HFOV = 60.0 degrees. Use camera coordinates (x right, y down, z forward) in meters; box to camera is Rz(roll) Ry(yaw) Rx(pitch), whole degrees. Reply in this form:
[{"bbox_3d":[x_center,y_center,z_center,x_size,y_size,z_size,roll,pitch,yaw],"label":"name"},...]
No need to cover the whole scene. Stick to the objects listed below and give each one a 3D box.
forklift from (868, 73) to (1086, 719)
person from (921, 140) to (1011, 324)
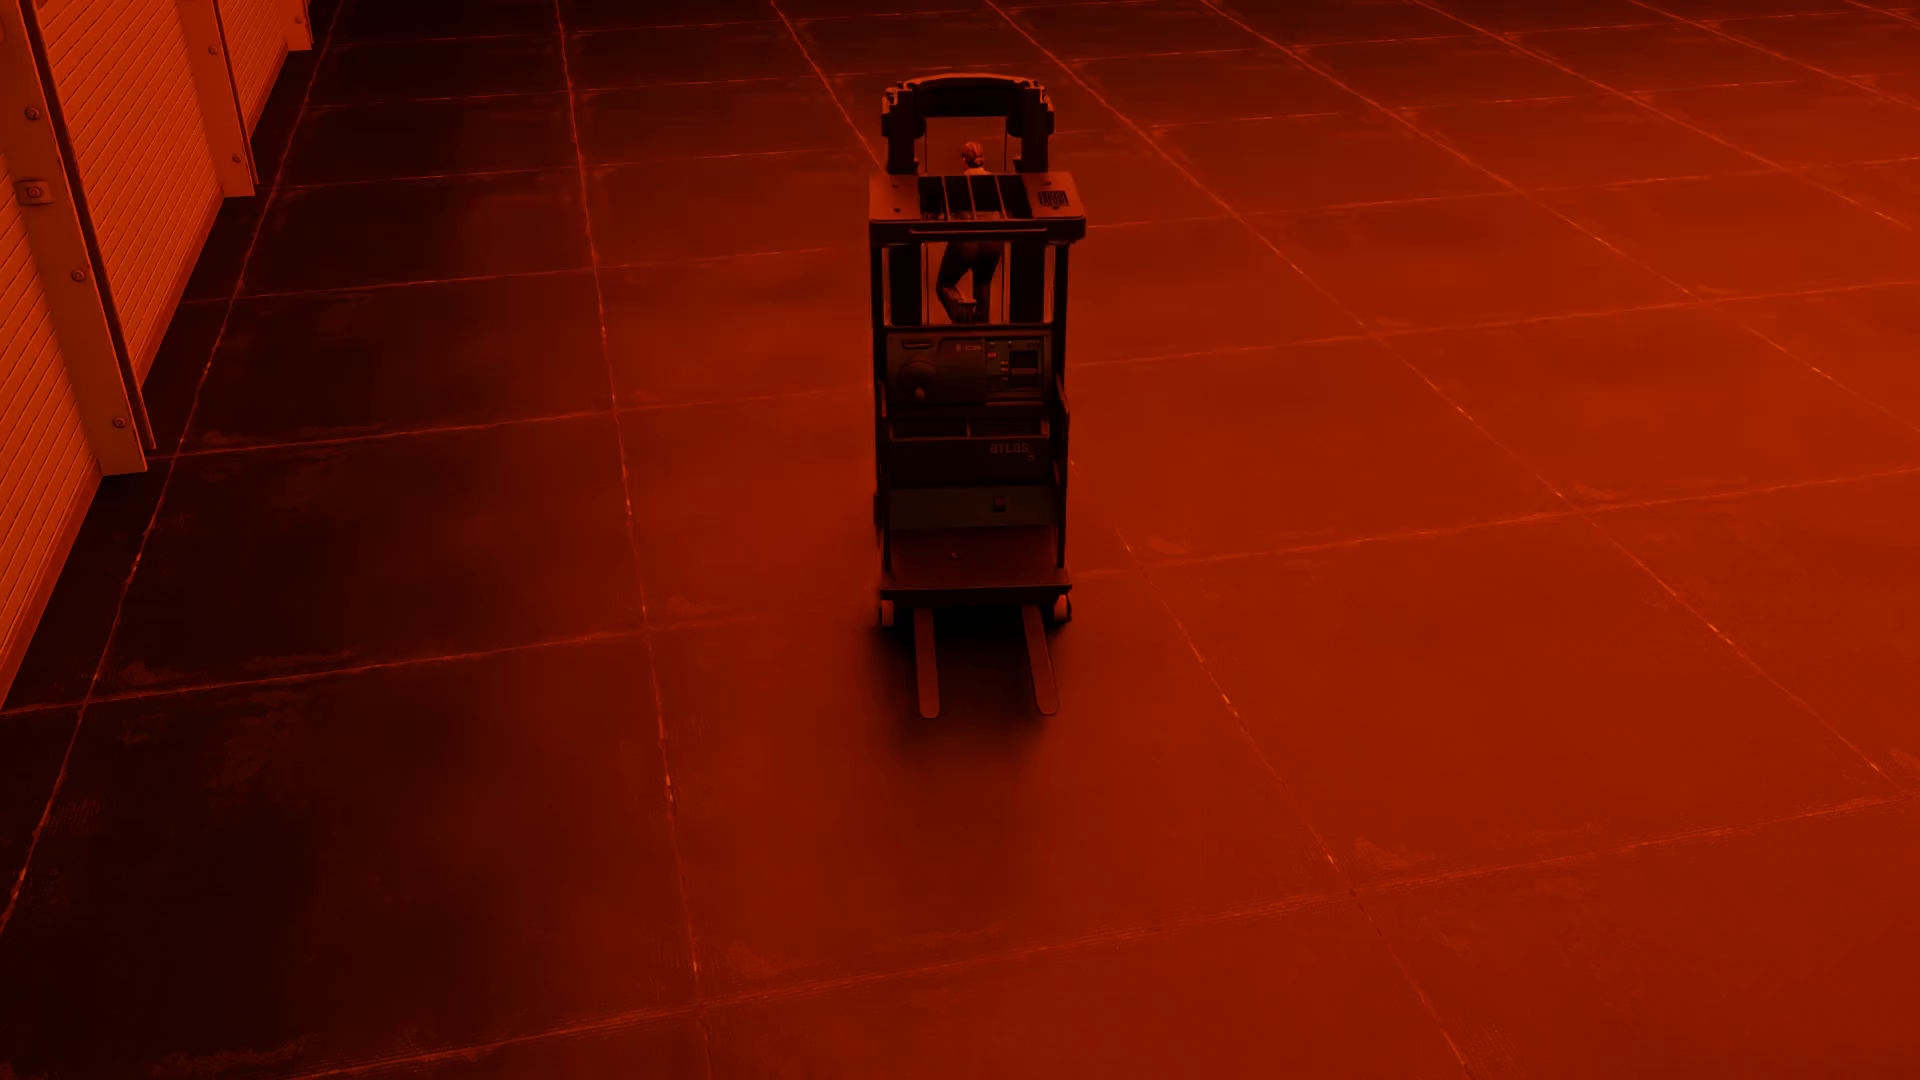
[{"bbox_3d":[0.066,-0.931,9.184,1.130,2.935,3.031,-2,30,-3],"label":"forklift"},{"bbox_3d":[0.103,-2.247,12.762,0.719,1.633,0.557,-11,32,-18],"label":"person"}]
